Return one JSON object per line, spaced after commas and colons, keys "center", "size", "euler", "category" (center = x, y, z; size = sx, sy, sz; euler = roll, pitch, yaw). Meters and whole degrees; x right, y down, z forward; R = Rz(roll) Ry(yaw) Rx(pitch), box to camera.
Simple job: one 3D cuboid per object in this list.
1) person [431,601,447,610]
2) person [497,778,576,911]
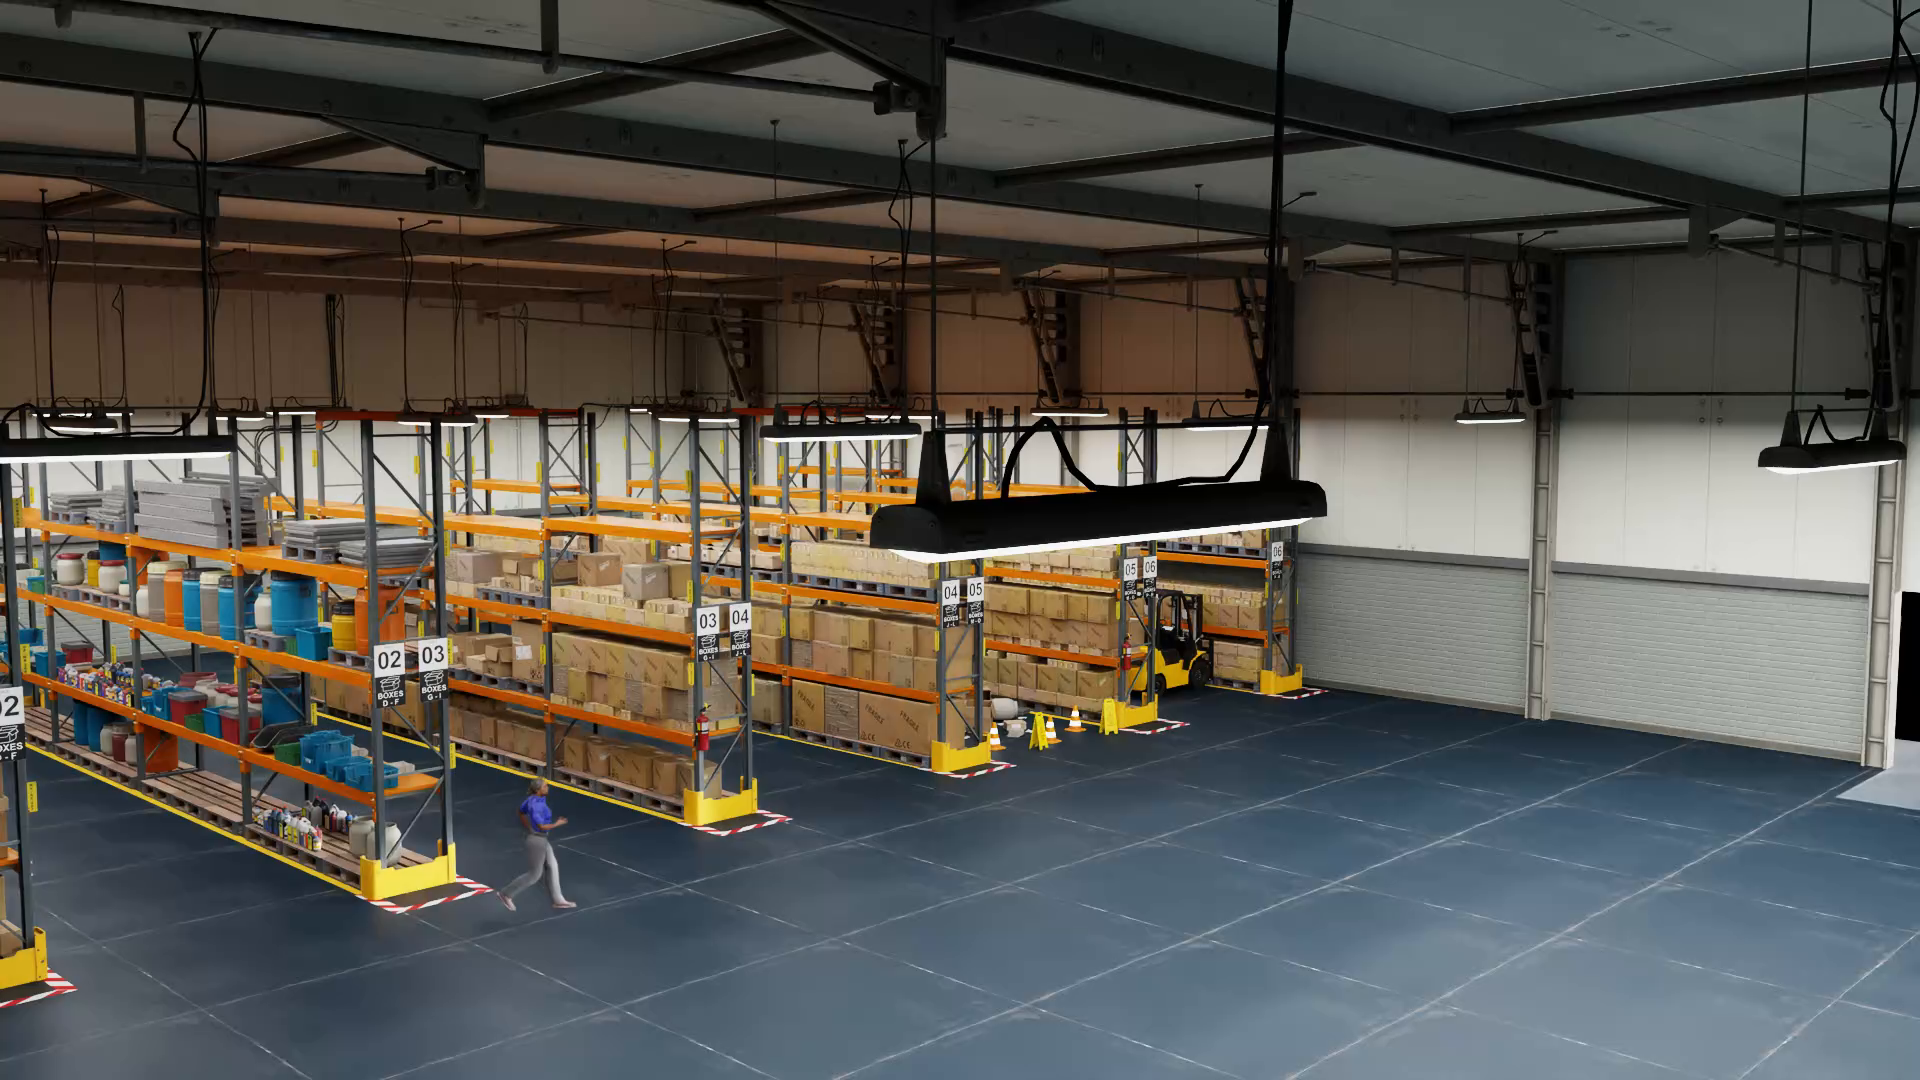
{"center": [-12.463, 1.959, 39.709], "size": [0.708, 1.767, 0.664], "euler": [4, 7, 41], "category": "person"}
{"center": [-5.149, 3.695, 20.177], "size": [0.929, 1.631, 0.563], "euler": [-1, 5, -13], "category": "person"}
